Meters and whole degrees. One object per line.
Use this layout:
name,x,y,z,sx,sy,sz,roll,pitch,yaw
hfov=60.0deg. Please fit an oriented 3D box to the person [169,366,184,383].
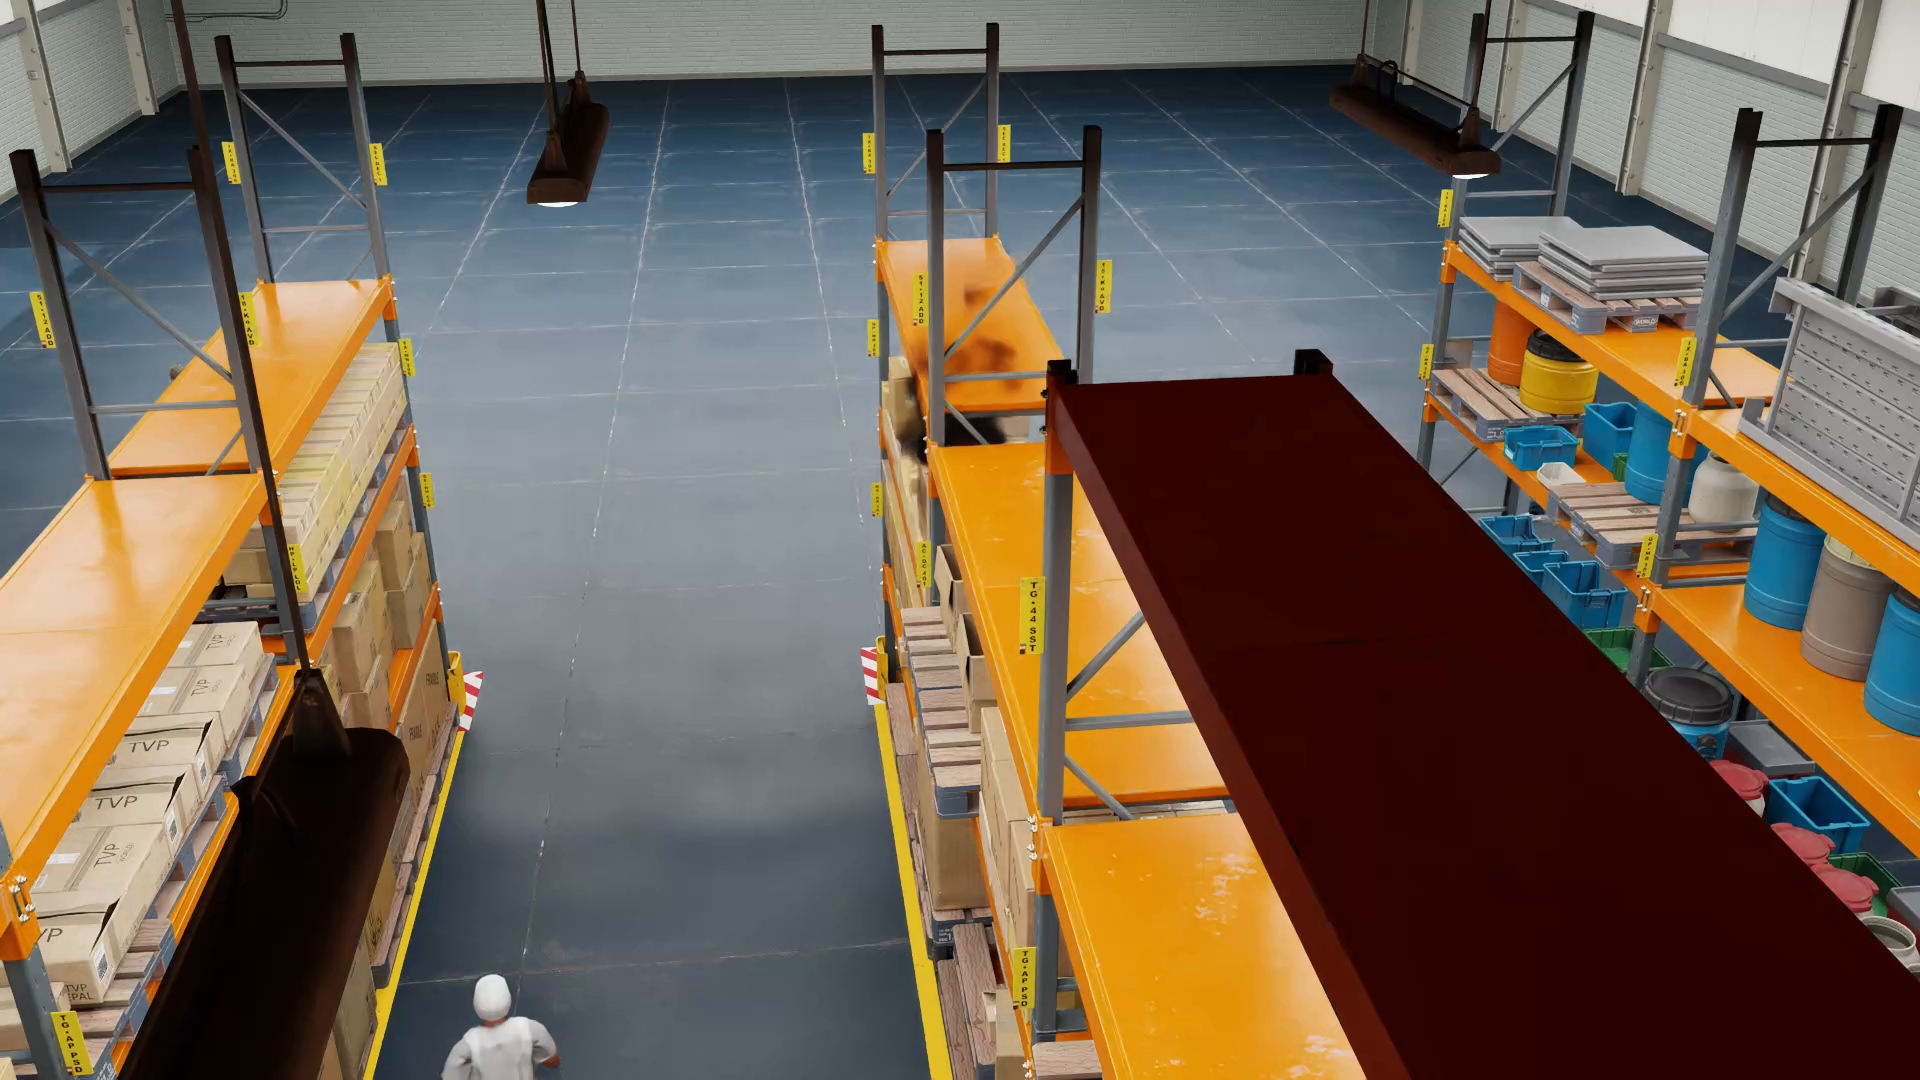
person,-8.733,-1.150,18.998,0.872,1.706,0.494,17,30,31

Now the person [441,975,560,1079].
person,-2.608,3.268,9.613,0.640,1.810,0.723,-5,26,-10

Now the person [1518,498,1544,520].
person,6.687,-0.906,18.621,0.664,1.575,0.536,7,26,14
